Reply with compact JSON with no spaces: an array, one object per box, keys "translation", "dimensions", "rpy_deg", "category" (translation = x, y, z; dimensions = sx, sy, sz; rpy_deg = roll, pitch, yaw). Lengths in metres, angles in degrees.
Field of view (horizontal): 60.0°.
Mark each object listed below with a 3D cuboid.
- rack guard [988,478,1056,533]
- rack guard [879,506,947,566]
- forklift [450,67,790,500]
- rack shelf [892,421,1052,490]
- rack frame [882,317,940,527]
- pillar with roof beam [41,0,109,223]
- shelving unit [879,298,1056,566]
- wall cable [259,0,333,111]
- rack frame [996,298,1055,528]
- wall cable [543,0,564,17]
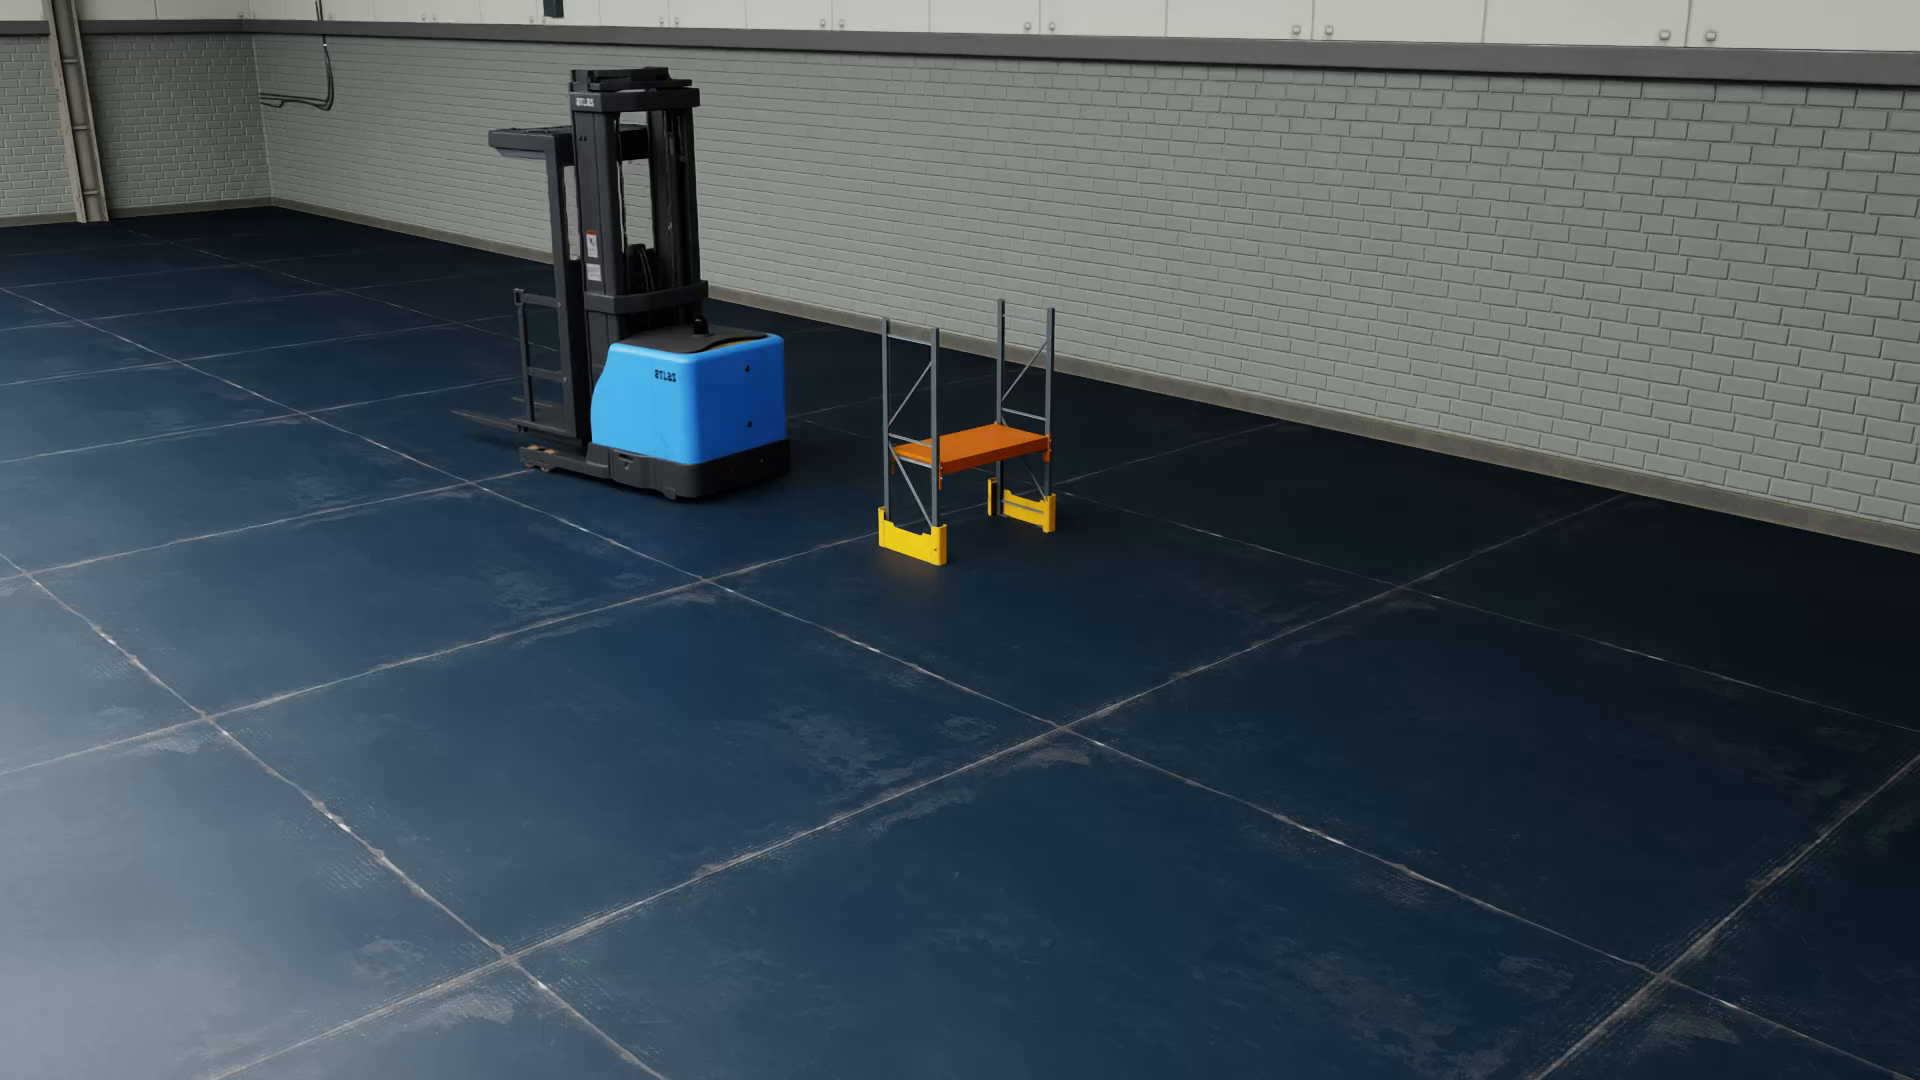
[{"translation":[0.417,-0.241,11.321],"dimensions":[0.087,0.250,0.587],"rpy_deg":[-16,24,-41],"category":"rack guard"},{"translation":[-0.306,-0.030,10.670],"dimensions":[0.087,0.250,0.587],"rpy_deg":[-16,24,-41],"category":"rack guard"},{"translation":[-2.738,-2.023,12.472],"dimensions":[3.031,2.935,1.130],"rpy_deg":[13,22,36],"category":"forklift"},{"translation":[0.062,-0.560,10.865],"dimensions":[1.000,0.185,0.538],"rpy_deg":[-16,24,-41],"category":"rack shelf"},{"translation":[-0.307,-0.624,10.477],"dimensions":[0.032,1.500,0.500],"rpy_deg":[-16,24,-41],"category":"rack frame"},{"translation":[-11.074,-8.481,22.552],"dimensions":[0.400,9.000,9.100],"rpy_deg":[-16,24,-41],"category":"pillar with roof beam"},{"translation":[0.055,-0.730,10.803],"dimensions":[1.083,1.500,0.587],"rpy_deg":[-16,24,-41],"category":"shelving unit"},{"translation":[-10.982,-8.297,27.018],"dimensions":[0.112,2.526,3.097],"rpy_deg":[-16,24,-41],"category":"wall cable"},{"translation":[0.431,-0.839,11.141],"dimensions":[0.032,1.500,0.500],"rpy_deg":[-16,24,-41],"category":"rack frame"},{"translation":[-4.471,-9.261,19.443],"dimensions":[0.169,6.003,2.305],"rpy_deg":[-16,24,-41],"category":"wall cable"}]
